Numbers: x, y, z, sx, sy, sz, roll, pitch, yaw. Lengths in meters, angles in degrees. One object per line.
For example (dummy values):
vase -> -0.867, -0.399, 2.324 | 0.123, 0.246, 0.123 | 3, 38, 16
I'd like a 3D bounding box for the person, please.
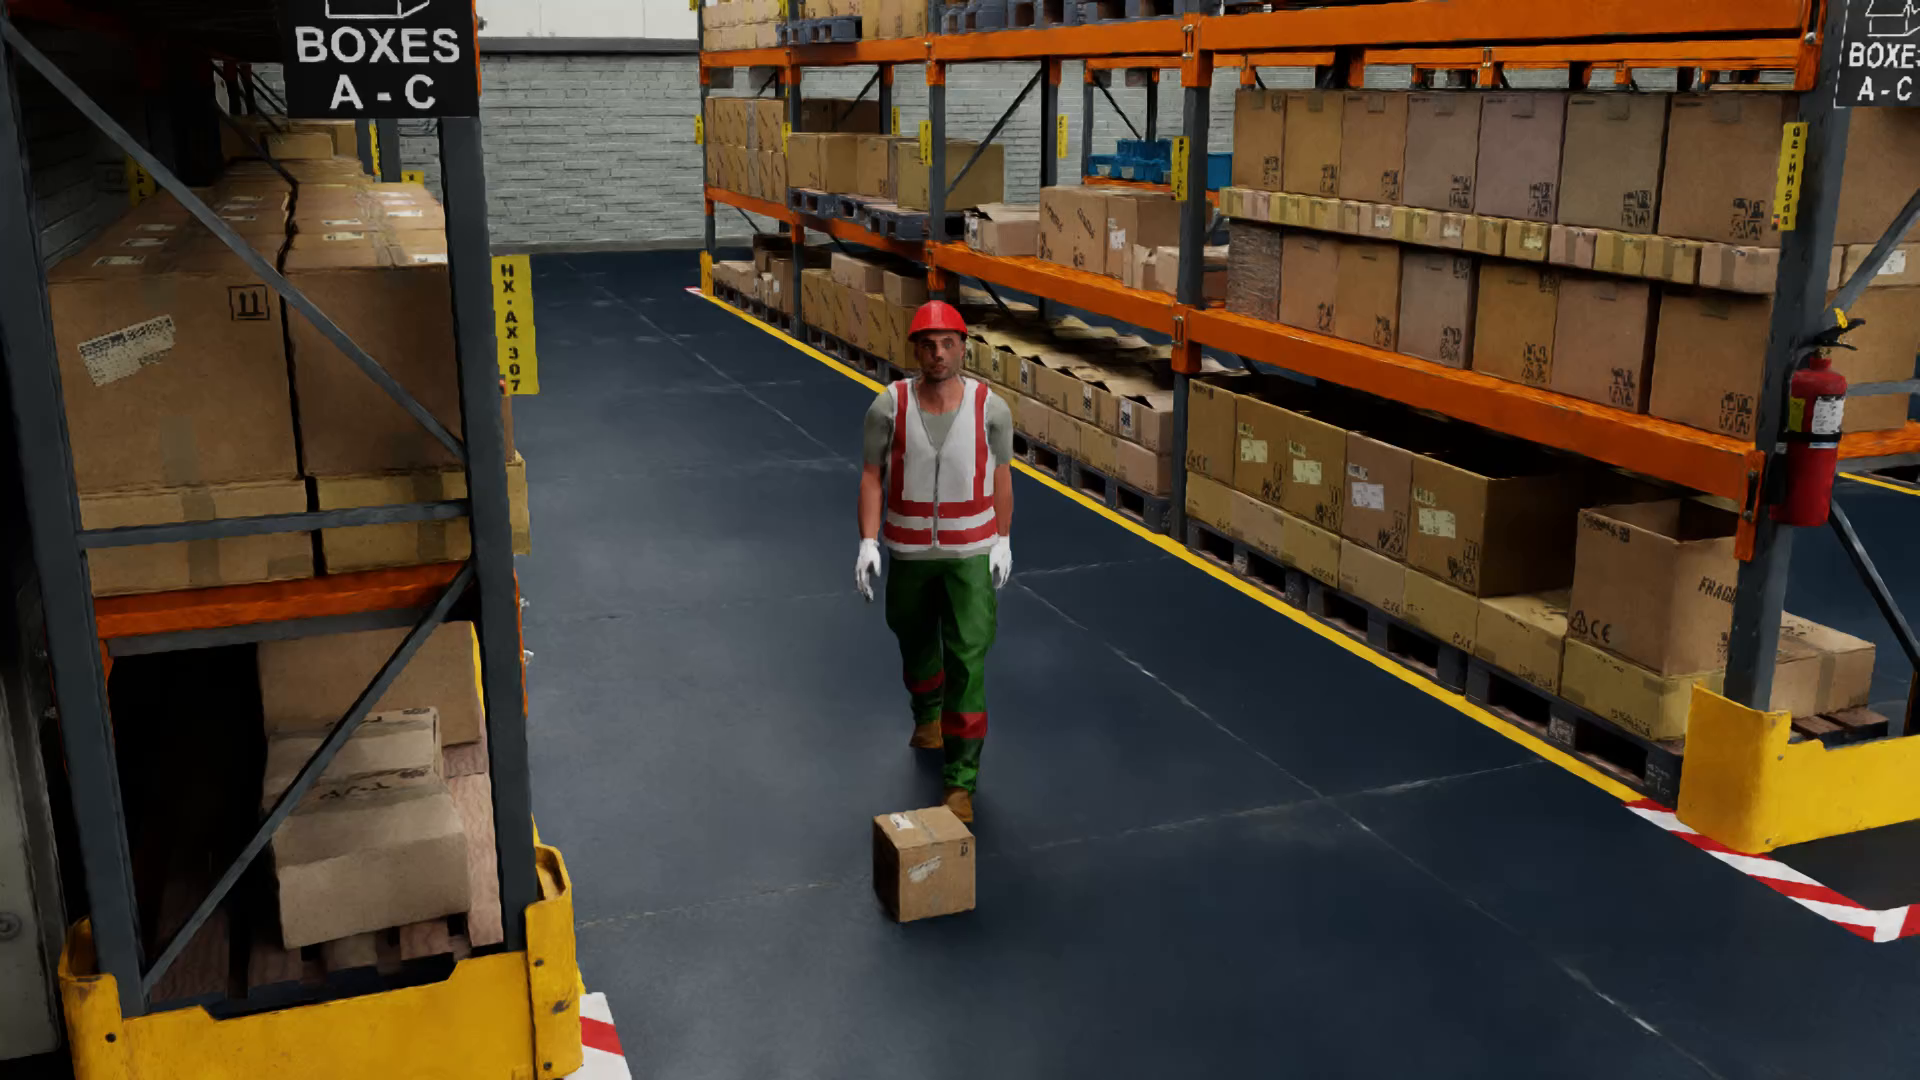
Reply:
person -> -0.093, 0.045, 5.840 | 0.537, 1.759, 0.953 | 2, 16, 6
